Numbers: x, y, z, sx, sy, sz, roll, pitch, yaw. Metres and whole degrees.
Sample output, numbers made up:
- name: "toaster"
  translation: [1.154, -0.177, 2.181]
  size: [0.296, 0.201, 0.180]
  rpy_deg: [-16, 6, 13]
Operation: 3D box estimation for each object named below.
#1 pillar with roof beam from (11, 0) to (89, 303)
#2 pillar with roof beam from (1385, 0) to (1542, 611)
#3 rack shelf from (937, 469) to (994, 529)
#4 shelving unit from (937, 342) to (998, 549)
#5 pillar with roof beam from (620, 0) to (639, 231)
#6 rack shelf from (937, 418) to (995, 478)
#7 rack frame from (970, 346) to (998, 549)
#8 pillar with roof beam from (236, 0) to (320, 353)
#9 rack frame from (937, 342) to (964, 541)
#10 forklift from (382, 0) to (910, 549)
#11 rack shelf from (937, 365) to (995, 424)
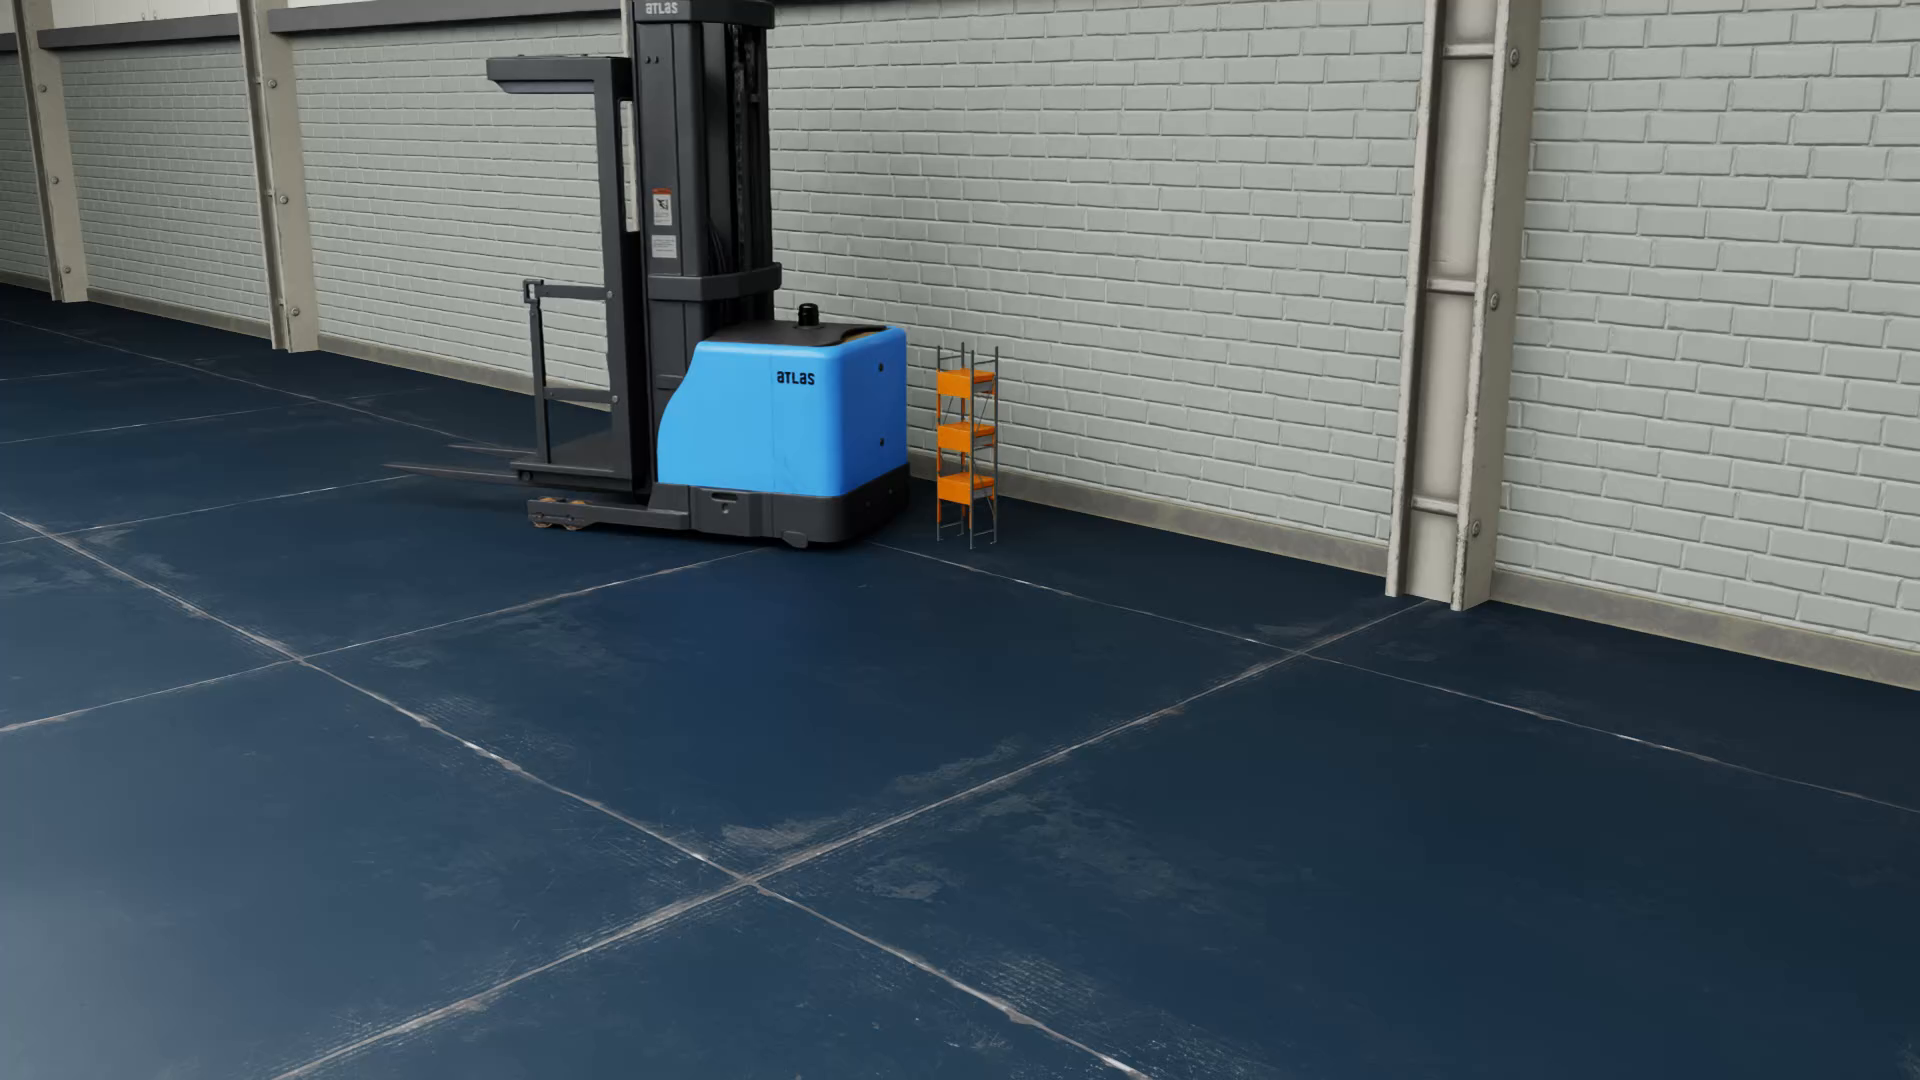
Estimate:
- name: "pillar with roof beam"
  translation: [-13.672, -6.456, 15.862]
  size: [0.400, 9.000, 9.100]
  rpy_deg: [14, 20, 42]
- name: "pillar with roof beam"
  translation: [-0.714, -3.306, 3.772]
  size: [0.400, 9.000, 9.100]
  rpy_deg: [14, 20, 42]
- name: "rack shelf"
  translation: [0.039, -0.219, 8.837]
  size: [0.240, 0.259, 0.215]
  rpy_deg: [14, 20, 42]
- name: "shelving unit"
  translation: [0.039, -0.499, 8.764]
  size: [0.252, 1.050, 0.215]
  rpy_deg: [14, 20, 42]
- name: "pillar with roof beam"
  translation: [-5.033, -4.356, 7.802]
  size: [0.400, 9.000, 9.100]
  rpy_deg: [14, 20, 42]
- name: "rack shelf"
  translation: [0.039, -0.488, 8.766]
  size: [0.240, 0.259, 0.215]
  rpy_deg: [14, 20, 42]
- name: "rack frame"
  translation: [0.126, -0.477, 8.682]
  size: [0.008, 1.050, 0.200]
  rpy_deg: [14, 20, 42]
- name: "pillar with roof beam"
  translation: [-9.353, -5.406, 11.832]
  size: [0.400, 9.000, 9.100]
  rpy_deg: [14, 20, 42]
- name: "rack frame"
  translation: [-0.049, -0.520, 8.846]
  size: [0.008, 1.050, 0.200]
  rpy_deg: [14, 20, 42]
- name: "forklift"
  translation: [-1.854, -1.585, 9.202]
  size: [3.031, 2.935, 1.130]
  rpy_deg: [5, 16, 20]
- name: "rack shelf"
  translation: [0.039, -0.763, 8.695]
  size: [0.240, 0.259, 0.215]
  rpy_deg: [14, 20, 42]
